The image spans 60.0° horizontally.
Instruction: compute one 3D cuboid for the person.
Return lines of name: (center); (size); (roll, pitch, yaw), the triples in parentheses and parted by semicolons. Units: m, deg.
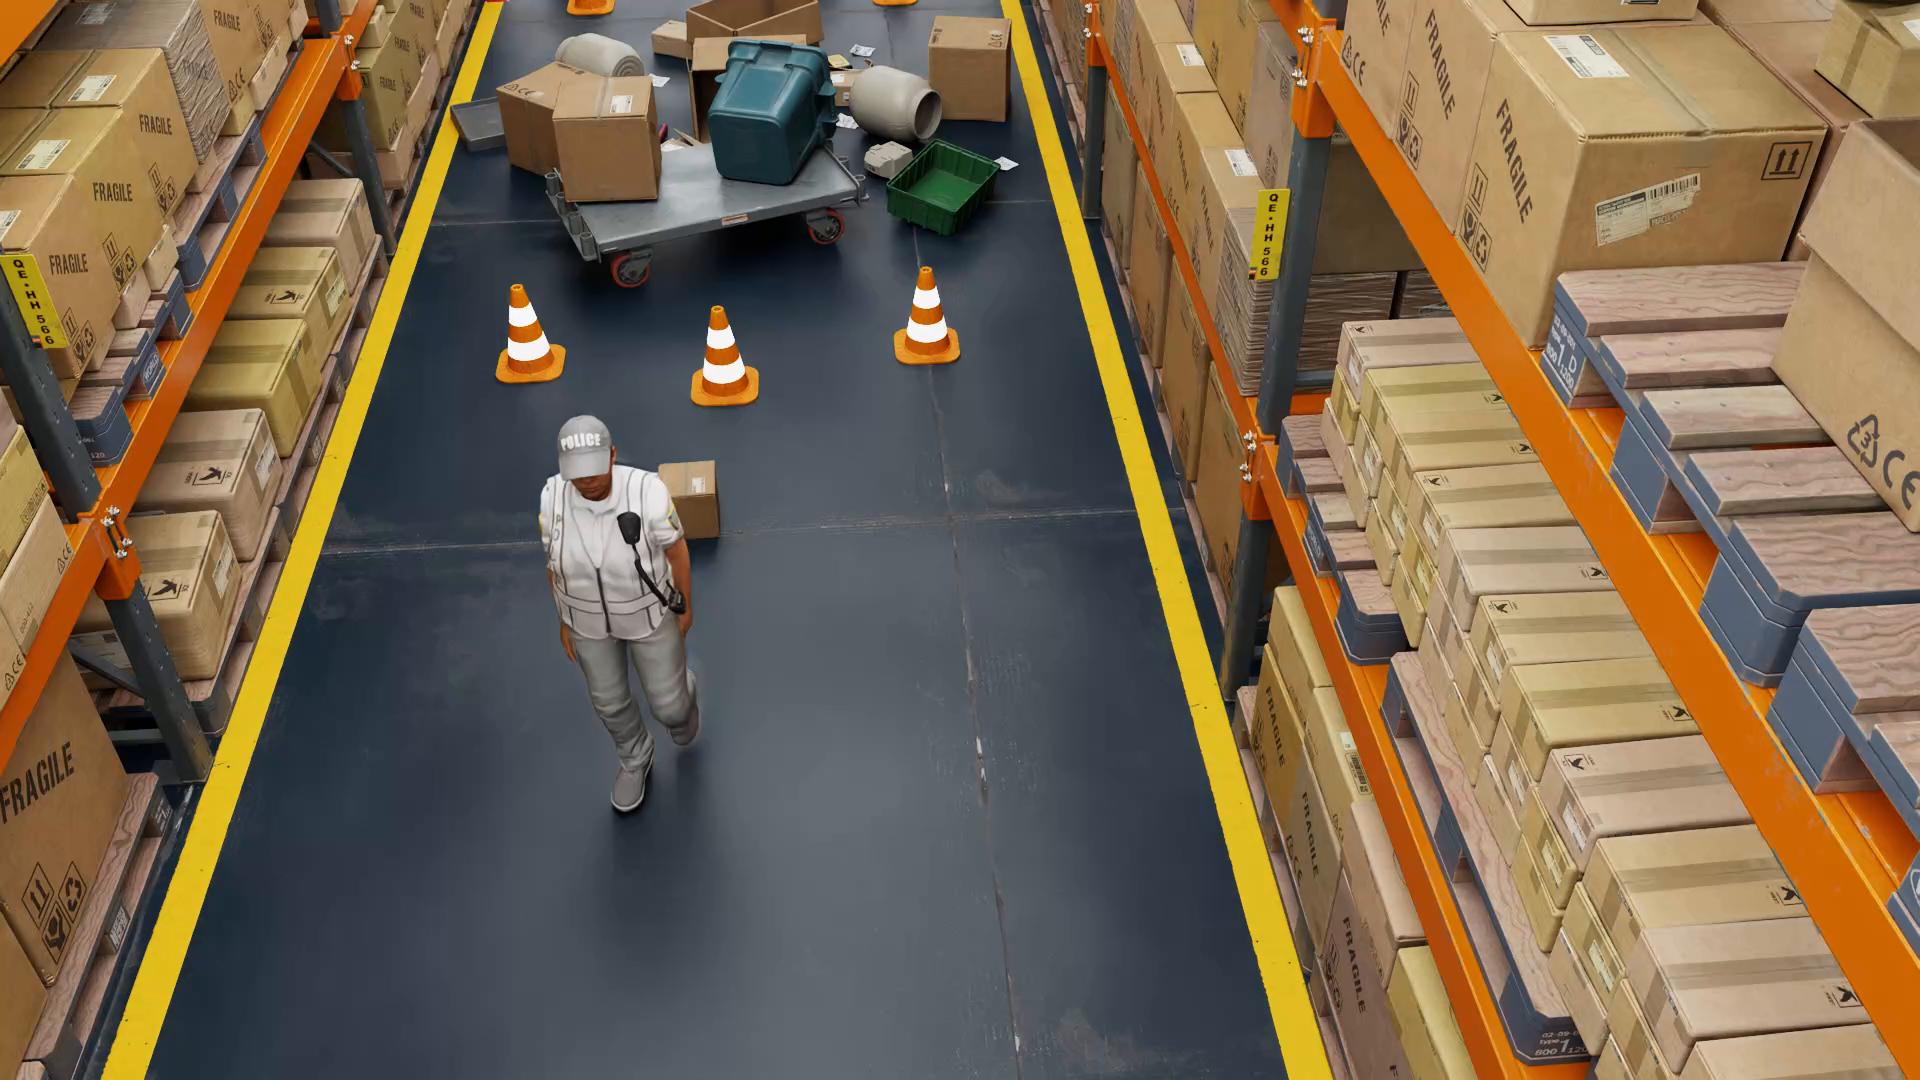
person: (-1.172, 0.220, 5.848); (0.485, 1.651, 0.509); (1, 39, 1)
